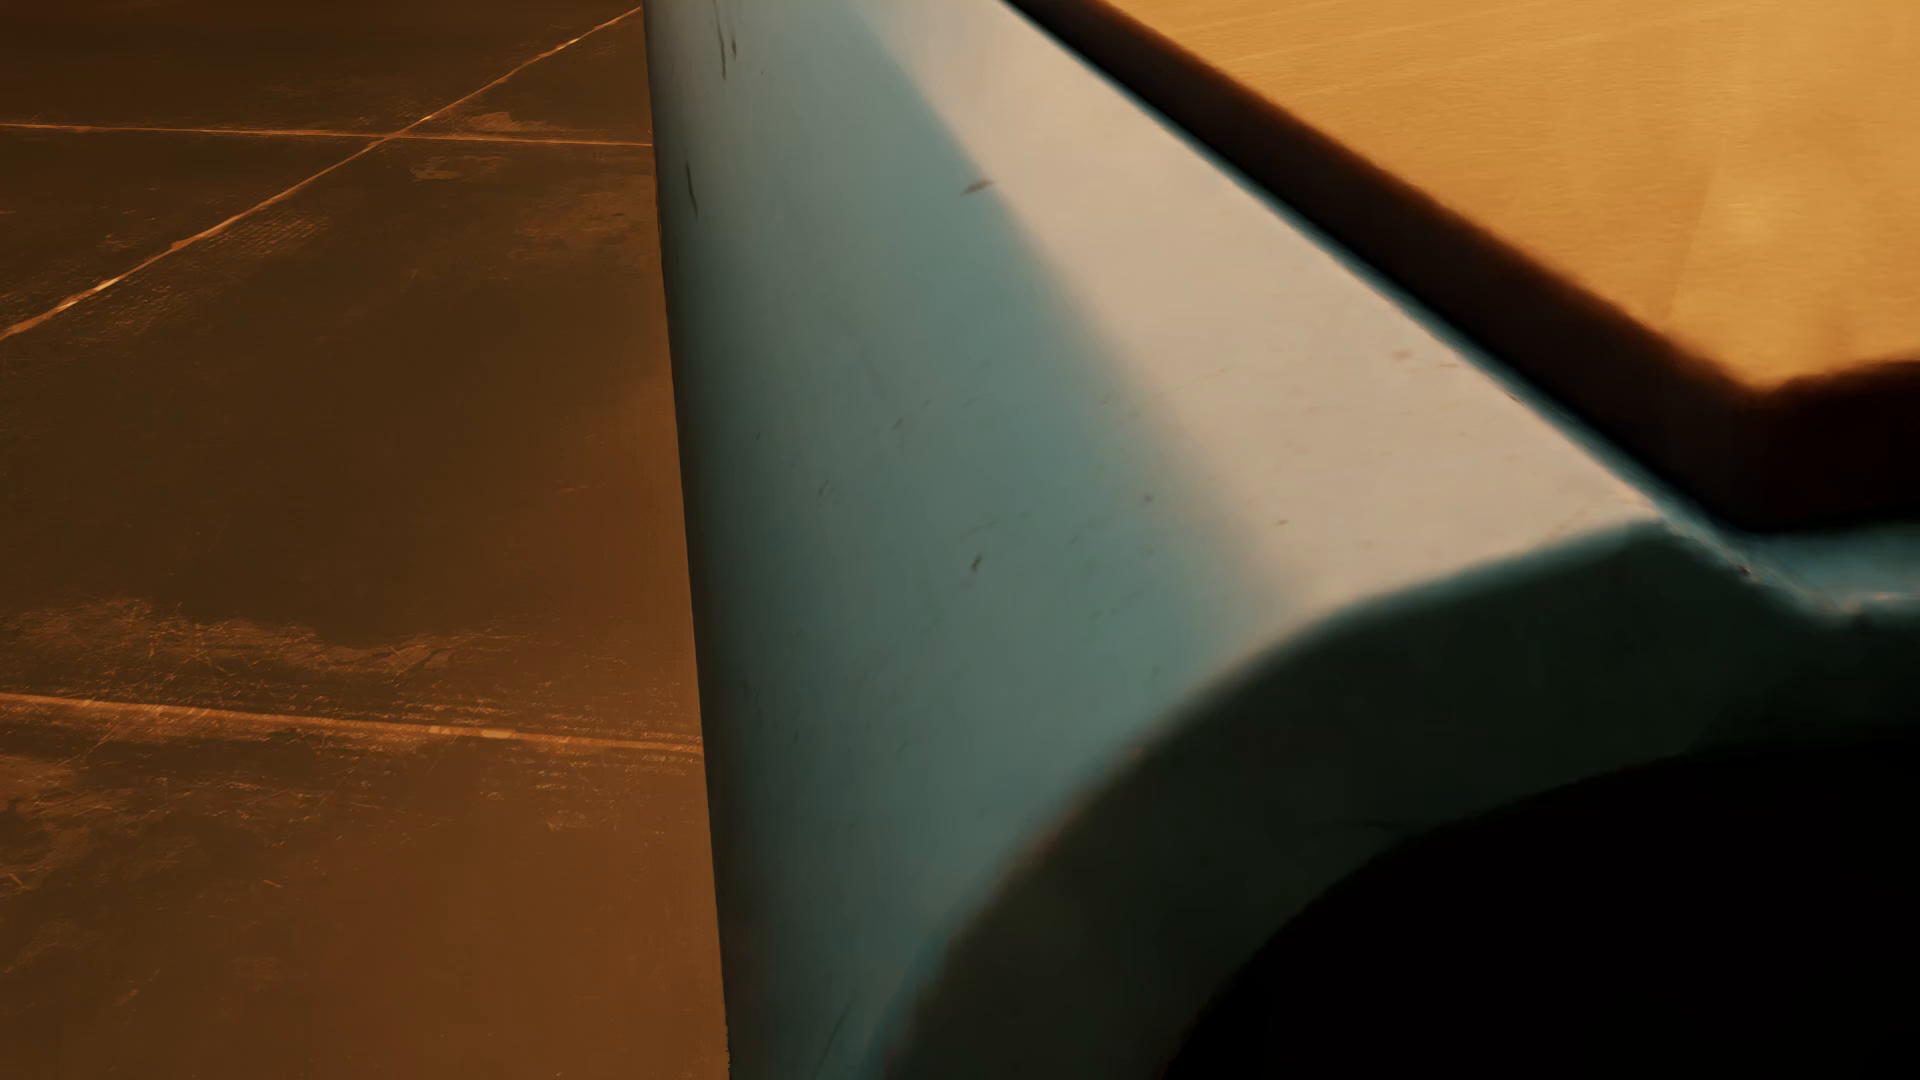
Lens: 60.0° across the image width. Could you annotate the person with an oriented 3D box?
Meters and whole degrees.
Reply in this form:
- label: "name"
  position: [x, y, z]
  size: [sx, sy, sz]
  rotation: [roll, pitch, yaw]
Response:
- label: "person"
  position: [-0.152, -0.773, 2.498]
  size: [0.906, 1.383, 0.662]
  rotation: [7, 27, 13]
